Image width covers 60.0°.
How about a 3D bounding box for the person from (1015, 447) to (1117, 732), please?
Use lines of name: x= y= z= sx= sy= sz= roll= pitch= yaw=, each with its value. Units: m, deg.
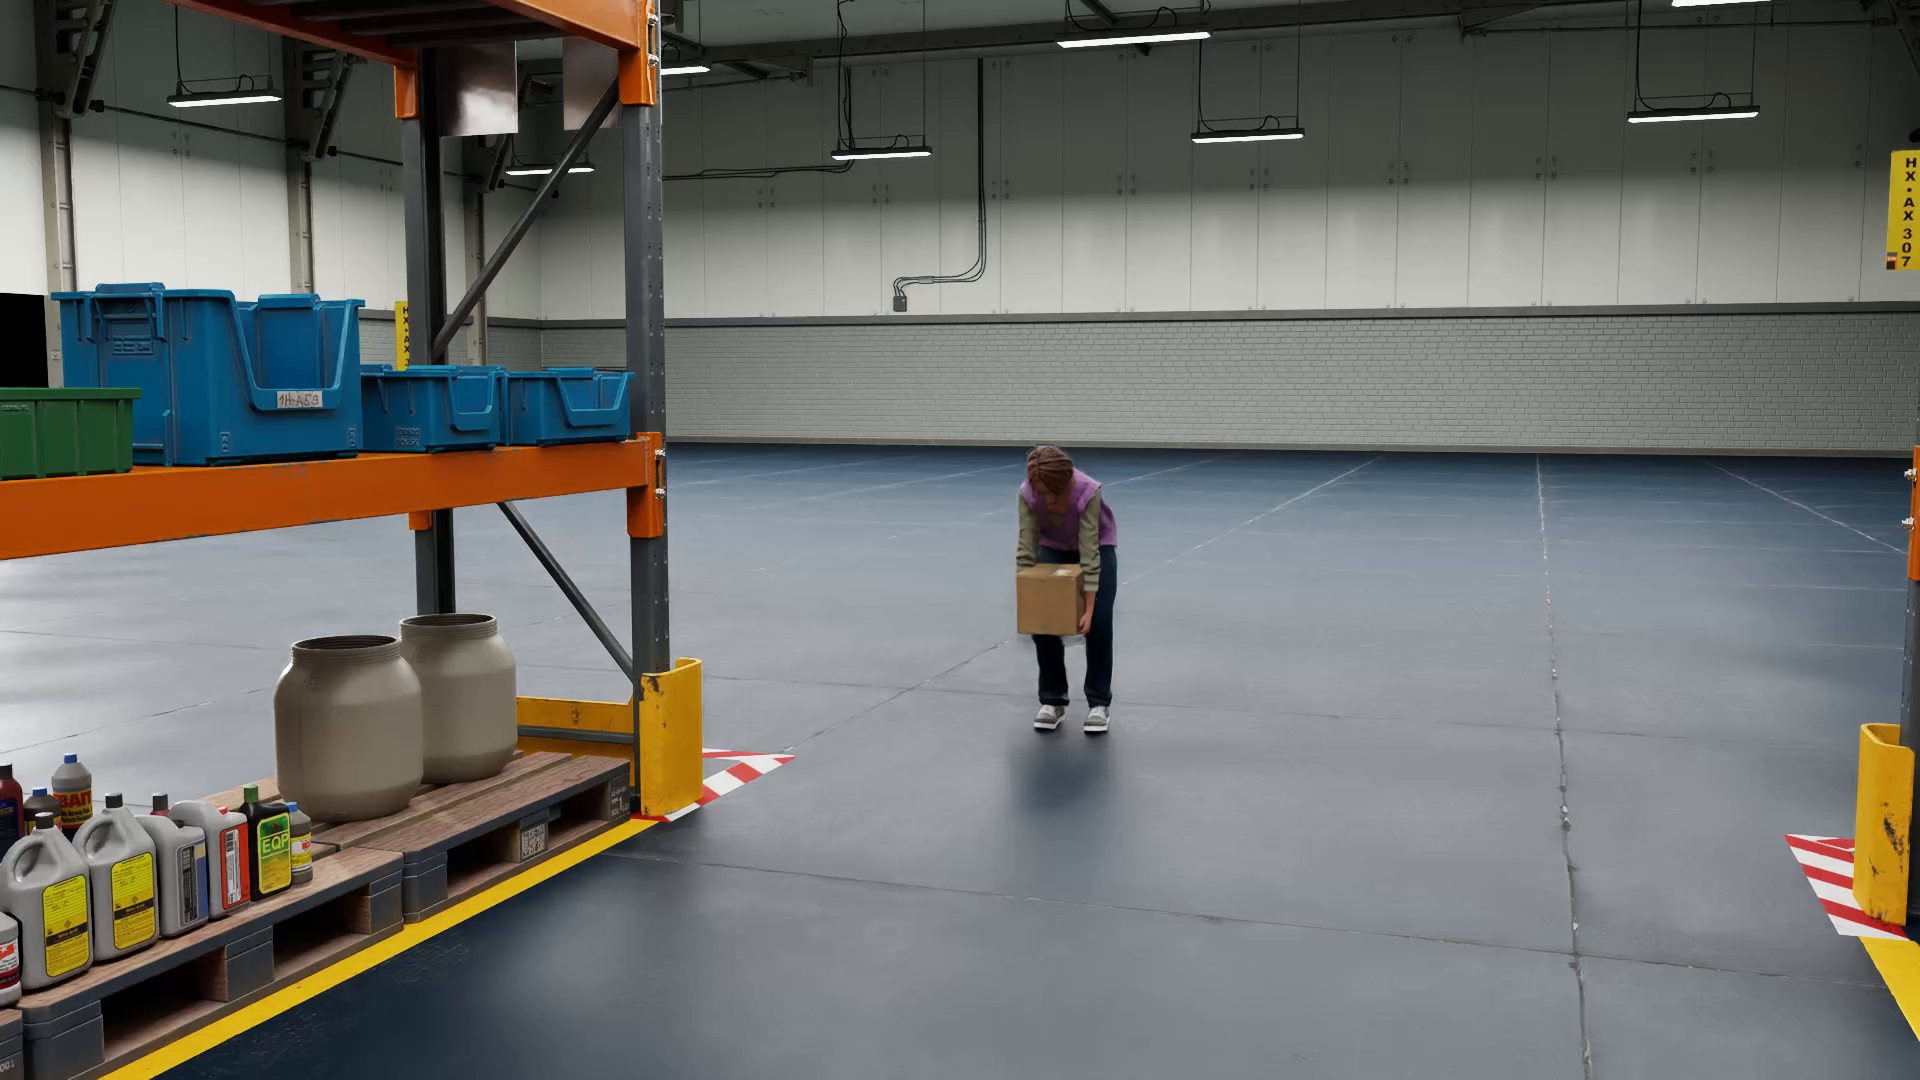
person: x=0.436 y=0.221 z=7.034 sx=0.380 sy=1.240 sz=0.810 roll=2 pitch=6 yaw=17
